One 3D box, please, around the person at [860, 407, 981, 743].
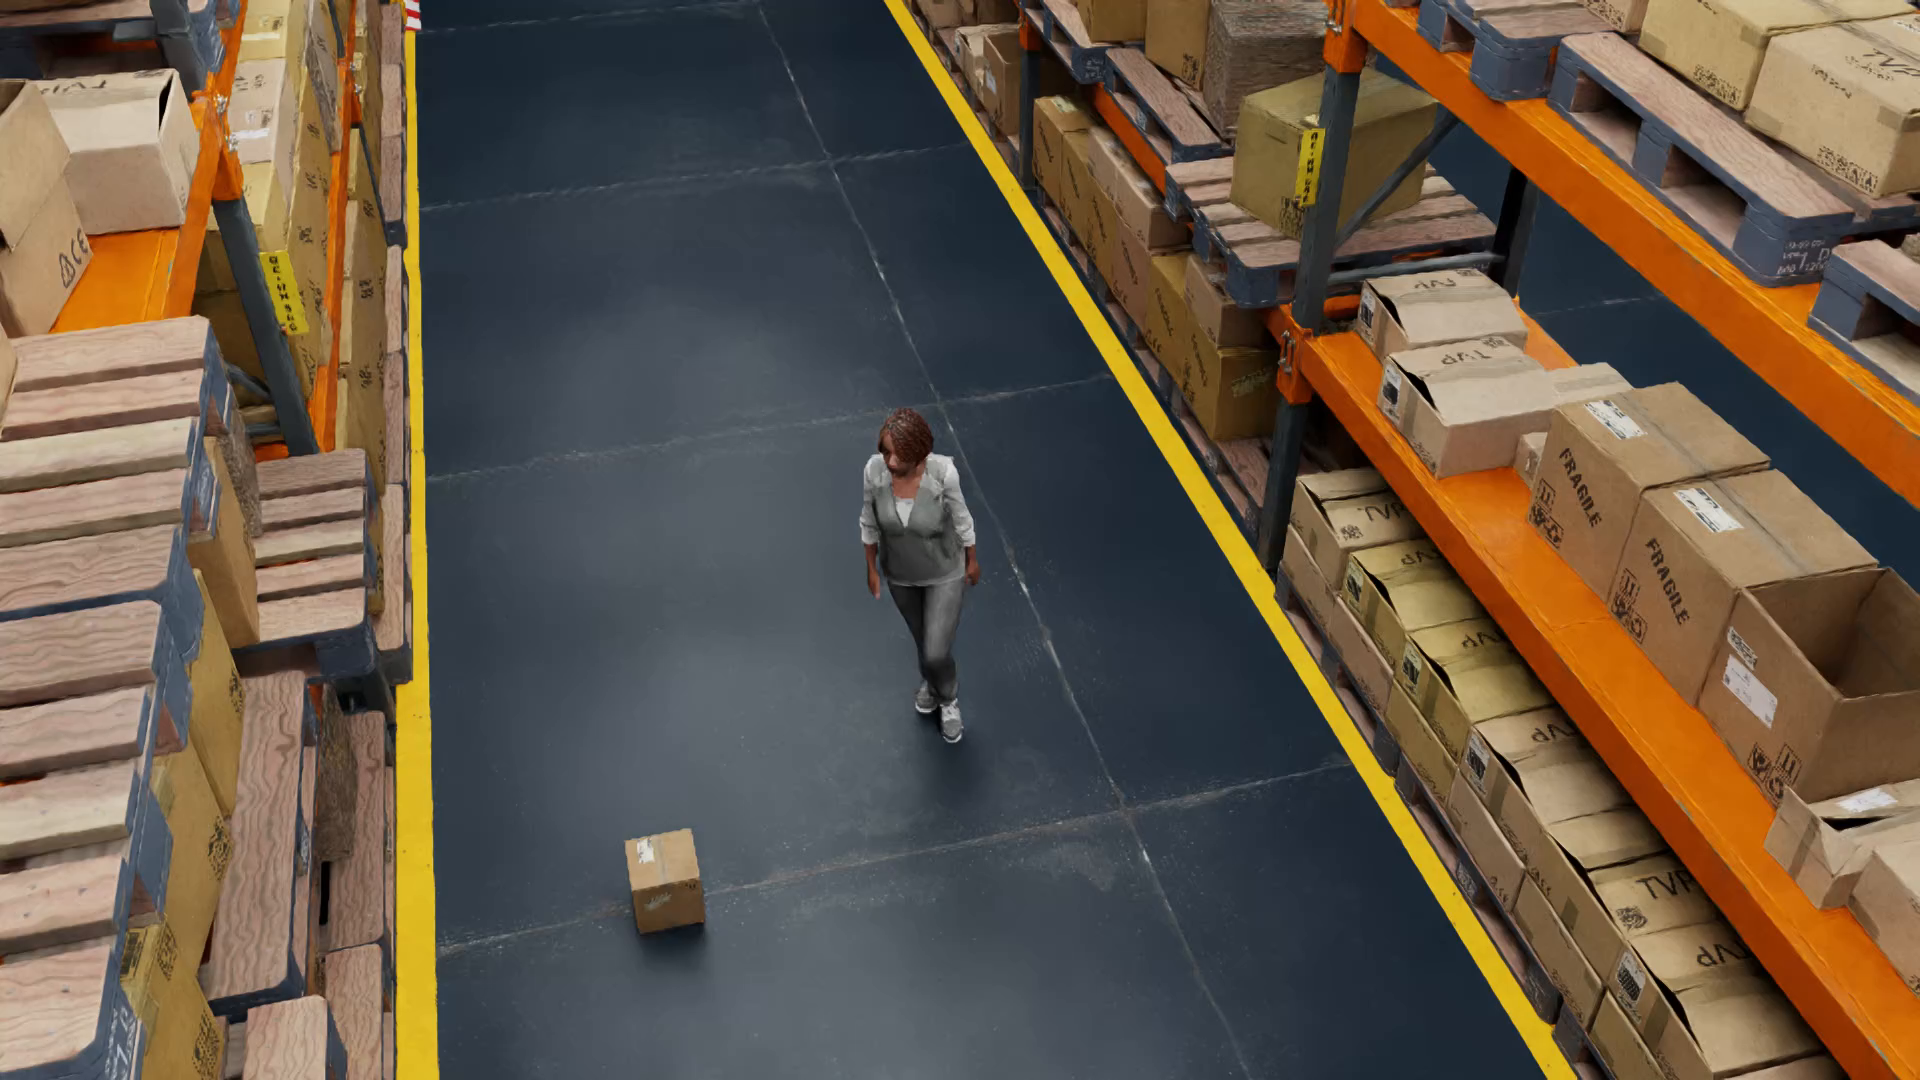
[{"bbox_3d":[-0.155,0.108,6.573,0.442,1.570,0.493,12,40,14],"label":"person"}]
